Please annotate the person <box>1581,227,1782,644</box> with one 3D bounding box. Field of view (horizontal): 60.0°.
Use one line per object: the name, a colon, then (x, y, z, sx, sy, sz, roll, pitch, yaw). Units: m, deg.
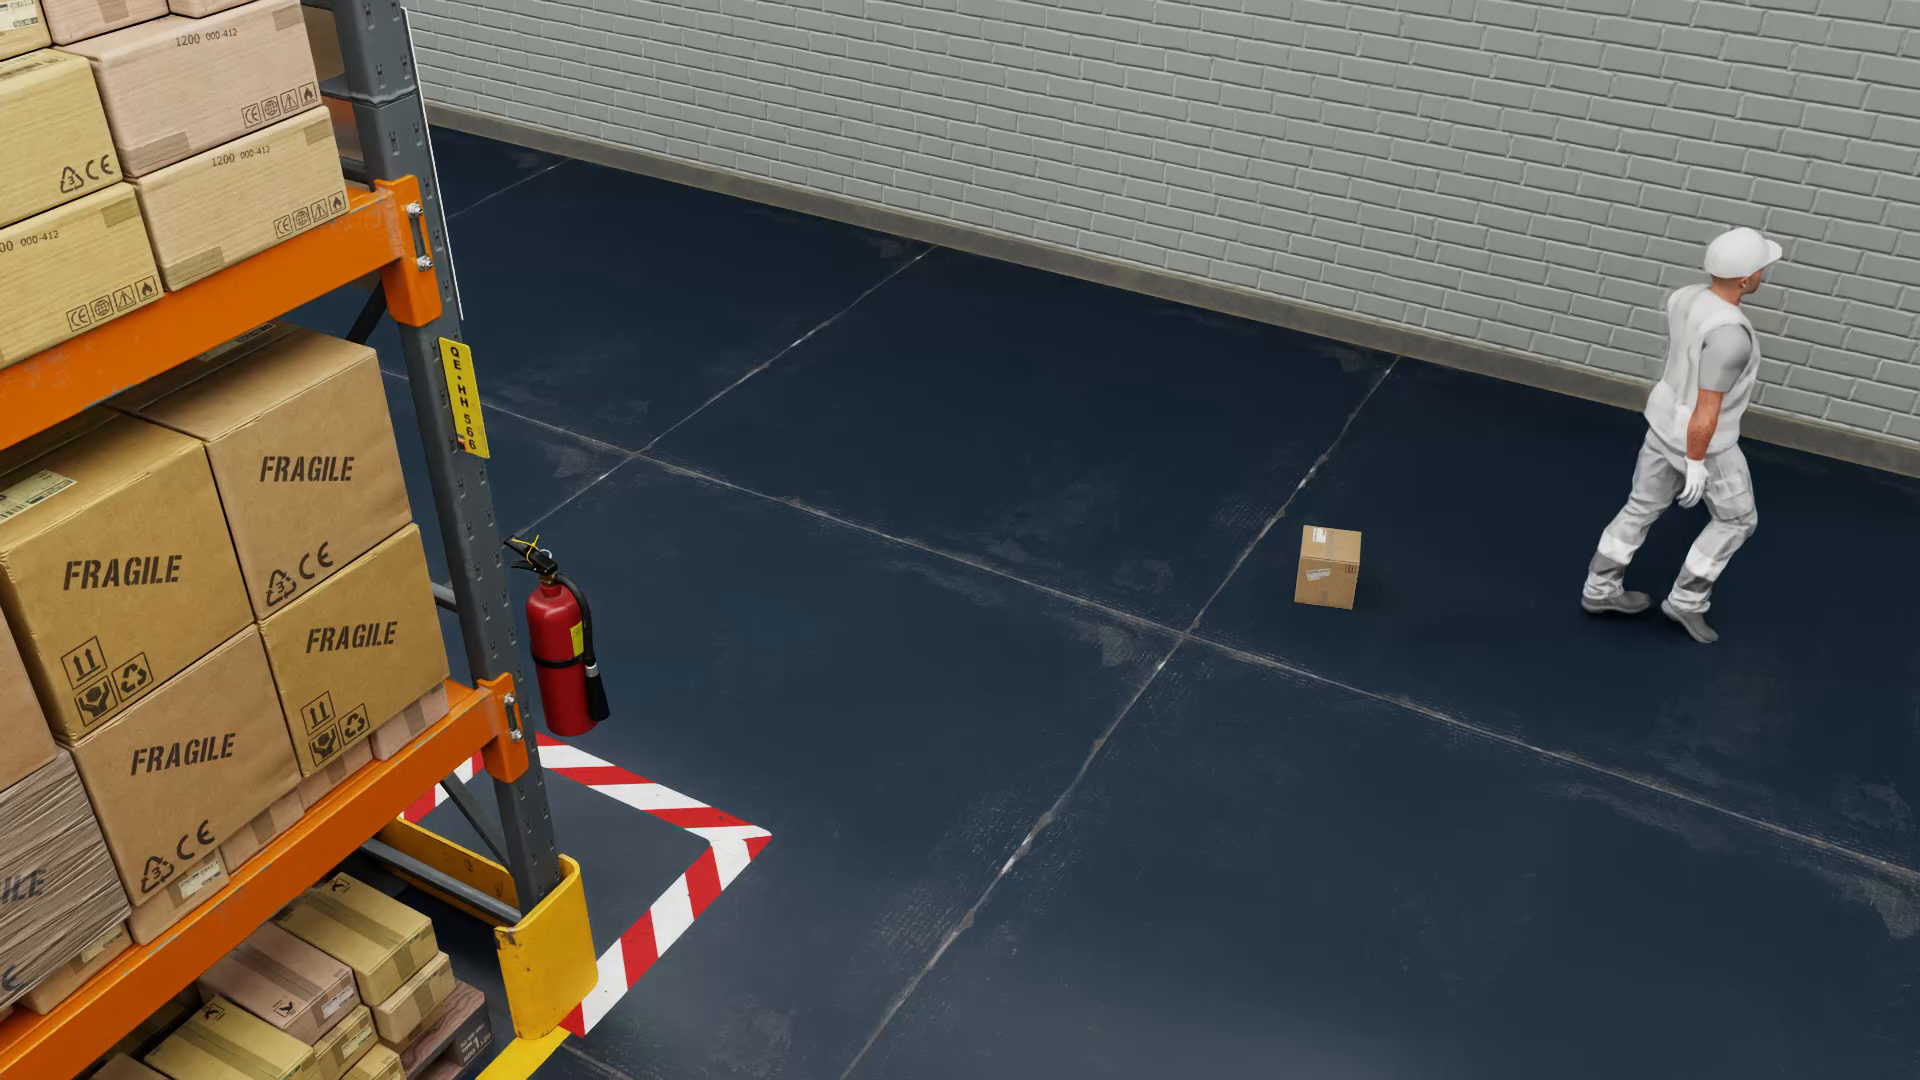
person: (2.963, -0.392, 6.711, 0.543, 1.842, 0.594, -3, 34, -5)
